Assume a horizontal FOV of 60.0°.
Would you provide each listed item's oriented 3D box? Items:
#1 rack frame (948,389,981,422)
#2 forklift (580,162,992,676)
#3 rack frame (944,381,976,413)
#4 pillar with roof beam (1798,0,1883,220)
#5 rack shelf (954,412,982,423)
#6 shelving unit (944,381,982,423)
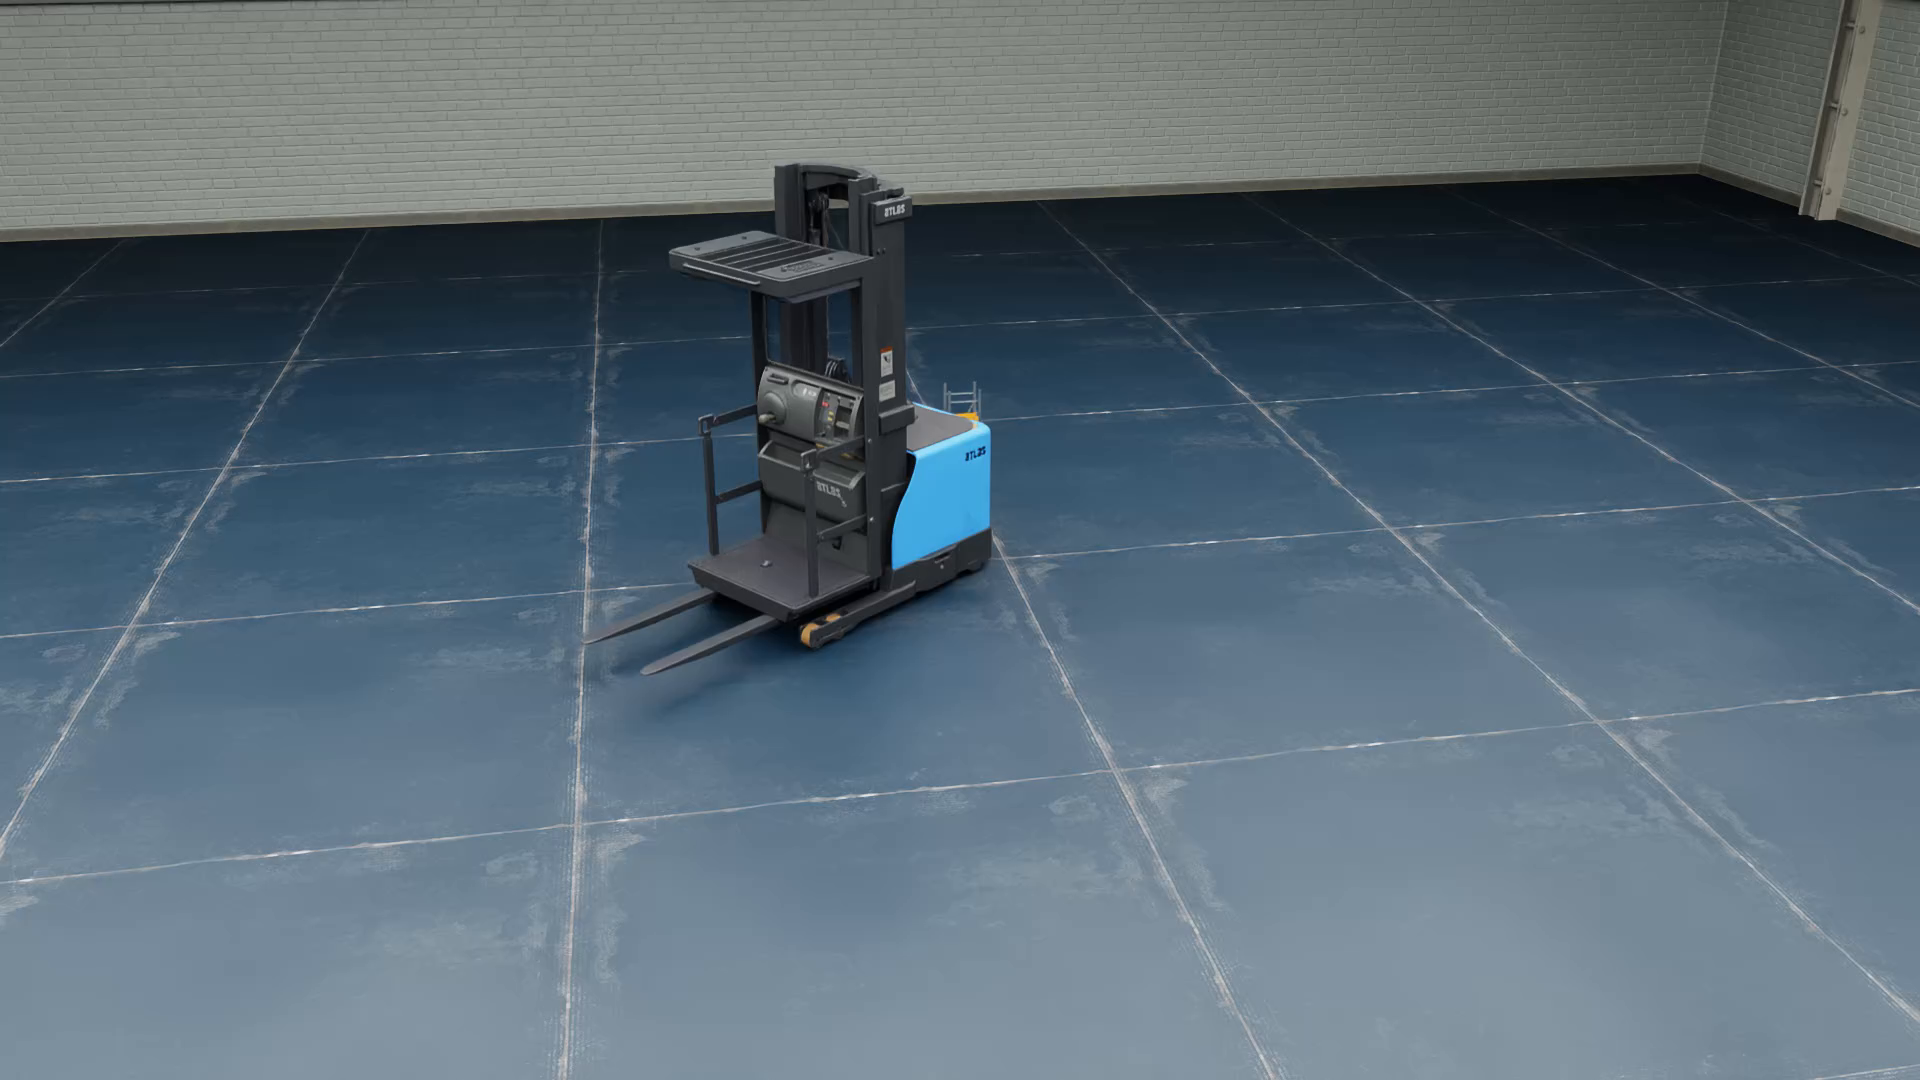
[{"bbox_3d":[0.032,-0.527,12.200,0.240,1.200,0.006,-4,24,-10],"label":"rack frame"},{"bbox_3d":[-1.134,-0.860,10.800,1.130,2.935,3.031,20,31,38],"label":"forklift"},{"bbox_3d":[-0.001,-0.599,12.365,0.240,1.200,0.006,-4,24,-10],"label":"rack frame"},{"bbox_3d":[7.383,-8.186,19.992,9.100,9.000,0.400,-4,24,-10],"label":"pillar with roof beam"},{"bbox_3d":[0.015,-0.852,12.156,0.258,0.103,0.180,-4,24,-10],"label":"rack shelf"},{"bbox_3d":[0.015,-0.563,12.283,0.258,1.200,0.189,-4,24,-10],"label":"shelving unit"}]
